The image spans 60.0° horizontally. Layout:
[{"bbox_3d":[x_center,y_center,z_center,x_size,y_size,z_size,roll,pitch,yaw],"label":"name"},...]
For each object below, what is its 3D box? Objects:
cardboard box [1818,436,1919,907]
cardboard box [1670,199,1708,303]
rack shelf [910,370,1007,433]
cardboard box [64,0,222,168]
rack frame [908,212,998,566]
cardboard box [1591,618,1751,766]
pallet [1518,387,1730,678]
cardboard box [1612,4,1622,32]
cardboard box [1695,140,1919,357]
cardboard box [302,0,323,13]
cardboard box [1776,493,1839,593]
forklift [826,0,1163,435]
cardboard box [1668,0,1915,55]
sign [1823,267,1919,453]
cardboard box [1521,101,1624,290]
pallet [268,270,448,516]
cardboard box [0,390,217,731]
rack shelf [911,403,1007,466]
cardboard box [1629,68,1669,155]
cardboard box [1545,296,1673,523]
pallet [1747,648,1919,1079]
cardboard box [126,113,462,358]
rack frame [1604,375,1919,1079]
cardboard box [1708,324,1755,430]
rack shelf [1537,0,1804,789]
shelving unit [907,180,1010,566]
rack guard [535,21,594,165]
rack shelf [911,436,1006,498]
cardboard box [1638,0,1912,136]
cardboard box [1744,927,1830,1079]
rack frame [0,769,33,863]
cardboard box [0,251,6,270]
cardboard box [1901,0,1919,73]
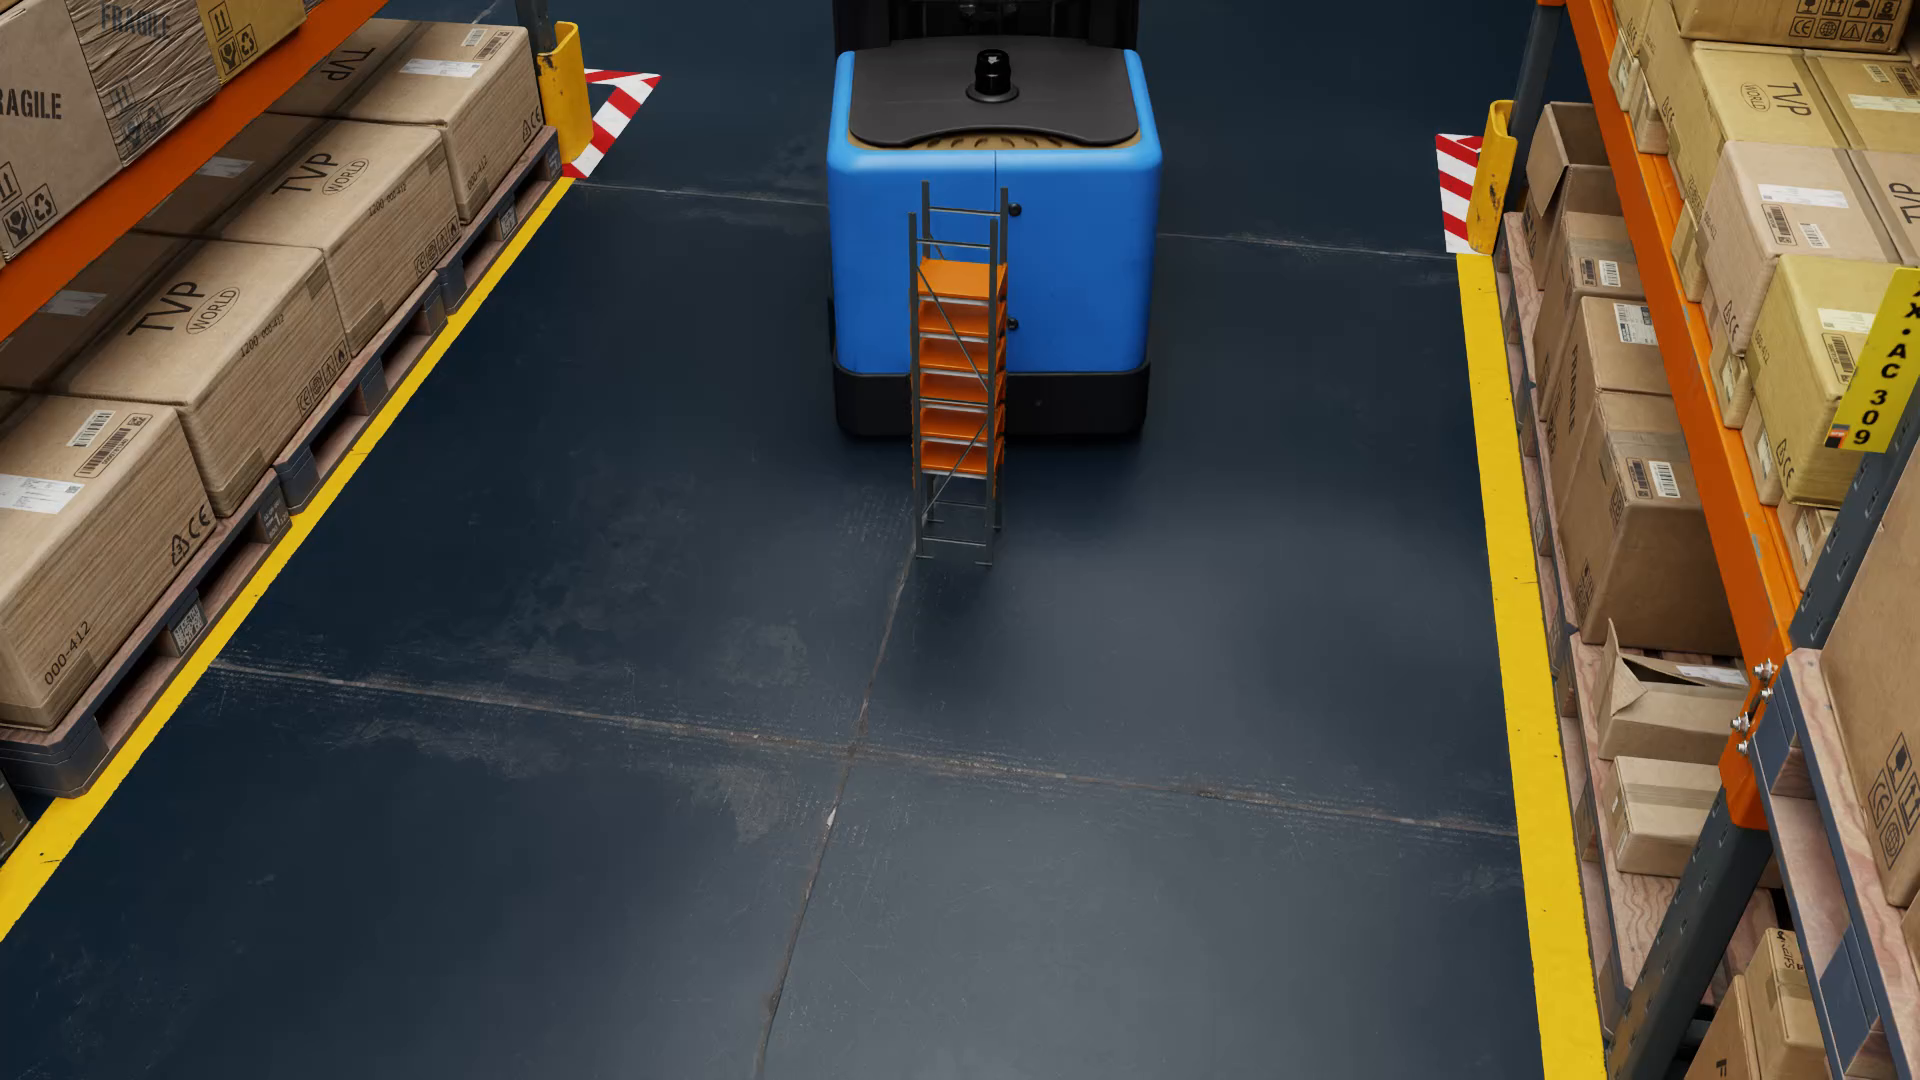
[{"bbox_3d":[1.658,0.198,2.249,0.700,0.500,0.500,7,40,9],"label":"cardboard box"},{"bbox_3d":[1.902,-0.669,3.902,0.380,0.149,0.250,6,40,7],"label":"cardboard box"},{"bbox_3d":[-0.002,-0.419,4.885,0.258,0.103,0.180,6,40,8],"label":"rack shelf"},{"bbox_3d":[-2.405,-1.357,4.458,0.500,0.500,0.500,7,40,8],"label":"cardboard box"},{"bbox_3d":[-0.018,-0.396,4.787,0.240,1.200,0.006,6,40,8],"label":"rack frame"},{"bbox_3d":[1.831,0.405,4.222,0.396,0.266,0.258,8,40,9],"label":"cardboard box"},{"bbox_3d":[2.291,-0.005,5.090,1.003,0.211,1.213,6,40,8],"label":"pallet"},{"bbox_3d":[2.213,-1.633,5.068,0.380,0.149,0.250,8,40,9],"label":"cardboard box"},{"bbox_3d":[1.882,-0.600,3.506,0.500,0.250,0.500,7,40,8],"label":"cardboard box"},{"bbox_3d":[-2.239,-2.006,5.243,0.500,0.500,0.500,7,40,9],"label":"cardboard box"},{"bbox_3d":[1.768,-0.012,3.108,0.380,0.149,0.250,7,40,8],"label":"cardboard box"},{"bbox_3d":[0.088,-2.391,5.842,1.130,2.935,3.031,0,40,-1],"label":"forklift"},{"bbox_3d":[2.051,-1.541,4.055,0.500,0.500,0.500,7,40,9],"label":"cardboard box"},{"bbox_3d":[1.426,-0.269,2.543,0.100,0.325,0.005,6,40,8],"label":"sign"},{"bbox_3d":[2.455,-1.218,5.998,0.797,0.503,0.637,5,40,6],"label":"cardboard box"},{"bbox_3d":[-2.510,-0.588,5.795,1.003,0.211,1.213,6,40,8],"label":"pallet"},{"bbox_3d":[-2.713,0.018,4.556,0.875,0.438,0.875,6,40,7],"label":"cardboard box"},{"bbox_3d":[-0.002,-0.327,4.961,0.258,0.103,0.180,6,40,8],"label":"rack shelf"},{"bbox_3d":[2.030,-1.148,4.481,0.380,0.149,0.250,7,40,9],"label":"cardboard box"},{"bbox_3d":[2.079,-0.363,4.968,0.500,0.500,0.500,7,40,8],"label":"cardboard box"},{"bbox_3d":[1.716,0.683,2.221,1.003,0.211,1.213,6,40,8],"label":"pallet"},{"bbox_3d":[-2.401,-1.110,5.920,0.875,0.438,0.875,7,40,9],"label":"cardboard box"},{"bbox_3d":[1.962,0.119,2.752,1.000,3.000,0.127,6,40,8],"label":"rack frame"},{"bbox_3d":[1.813,-0.344,3.509,0.380,0.149,0.250,7,40,9],"label":"cardboard box"},{"bbox_3d":[2.308,-0.859,4.499,1.077,0.370,4.000,6,40,8],"label":"rack shelf"},{"bbox_3d":[-0.002,-0.453,4.857,0.258,1.200,0.189,6,40,8],"label":"shelving unit"},{"bbox_3d":[-2.231,-1.988,7.262,1.175,0.500,0.348,6,40,8],"label":"rack guard"},{"bbox_3d":[-0.003,-0.234,5.038,0.258,0.103,0.180,6,40,8],"label":"rack shelf"},{"bbox_3d":[2.071,-1.235,4.274,0.500,0.250,0.500,5,40,7],"label":"cardboard box"},{"bbox_3d":[1.638,0.866,2.971,0.380,0.149,0.250,8,40,10],"label":"cardboard box"},{"bbox_3d":[-2.928,-0.426,3.411,1.000,3.000,0.127,6,40,8],"label":"rack frame"},{"bbox_3d":[-2.588,-0.730,3.700,0.500,0.500,0.500,8,40,9],"label":"cardboard box"},{"bbox_3d":[2.564,-1.168,4.193,0.500,0.250,0.500,6,40,8],"label":"cardboard box"}]
